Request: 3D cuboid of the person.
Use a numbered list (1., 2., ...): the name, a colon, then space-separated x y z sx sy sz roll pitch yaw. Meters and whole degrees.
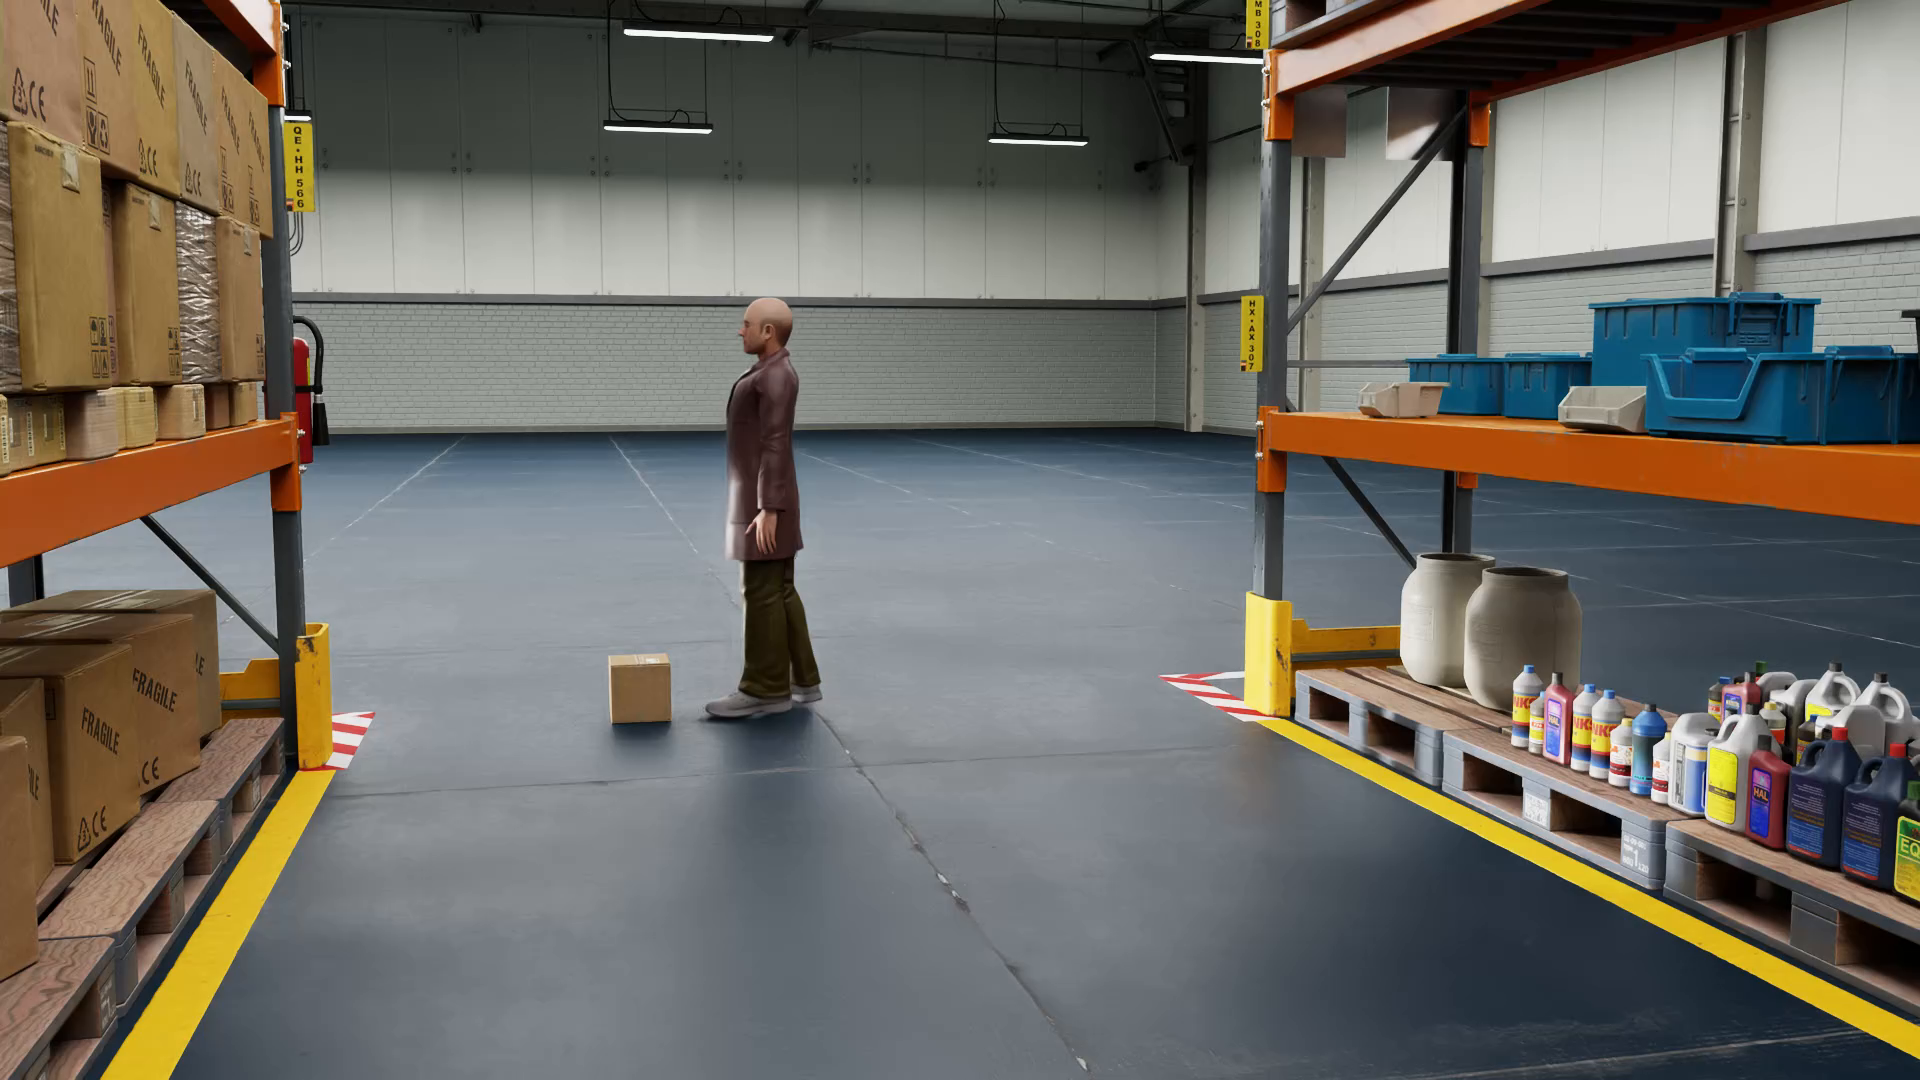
1. person: -0.852 -0.148 7.190 0.495 1.782 0.643 0 6 -2
